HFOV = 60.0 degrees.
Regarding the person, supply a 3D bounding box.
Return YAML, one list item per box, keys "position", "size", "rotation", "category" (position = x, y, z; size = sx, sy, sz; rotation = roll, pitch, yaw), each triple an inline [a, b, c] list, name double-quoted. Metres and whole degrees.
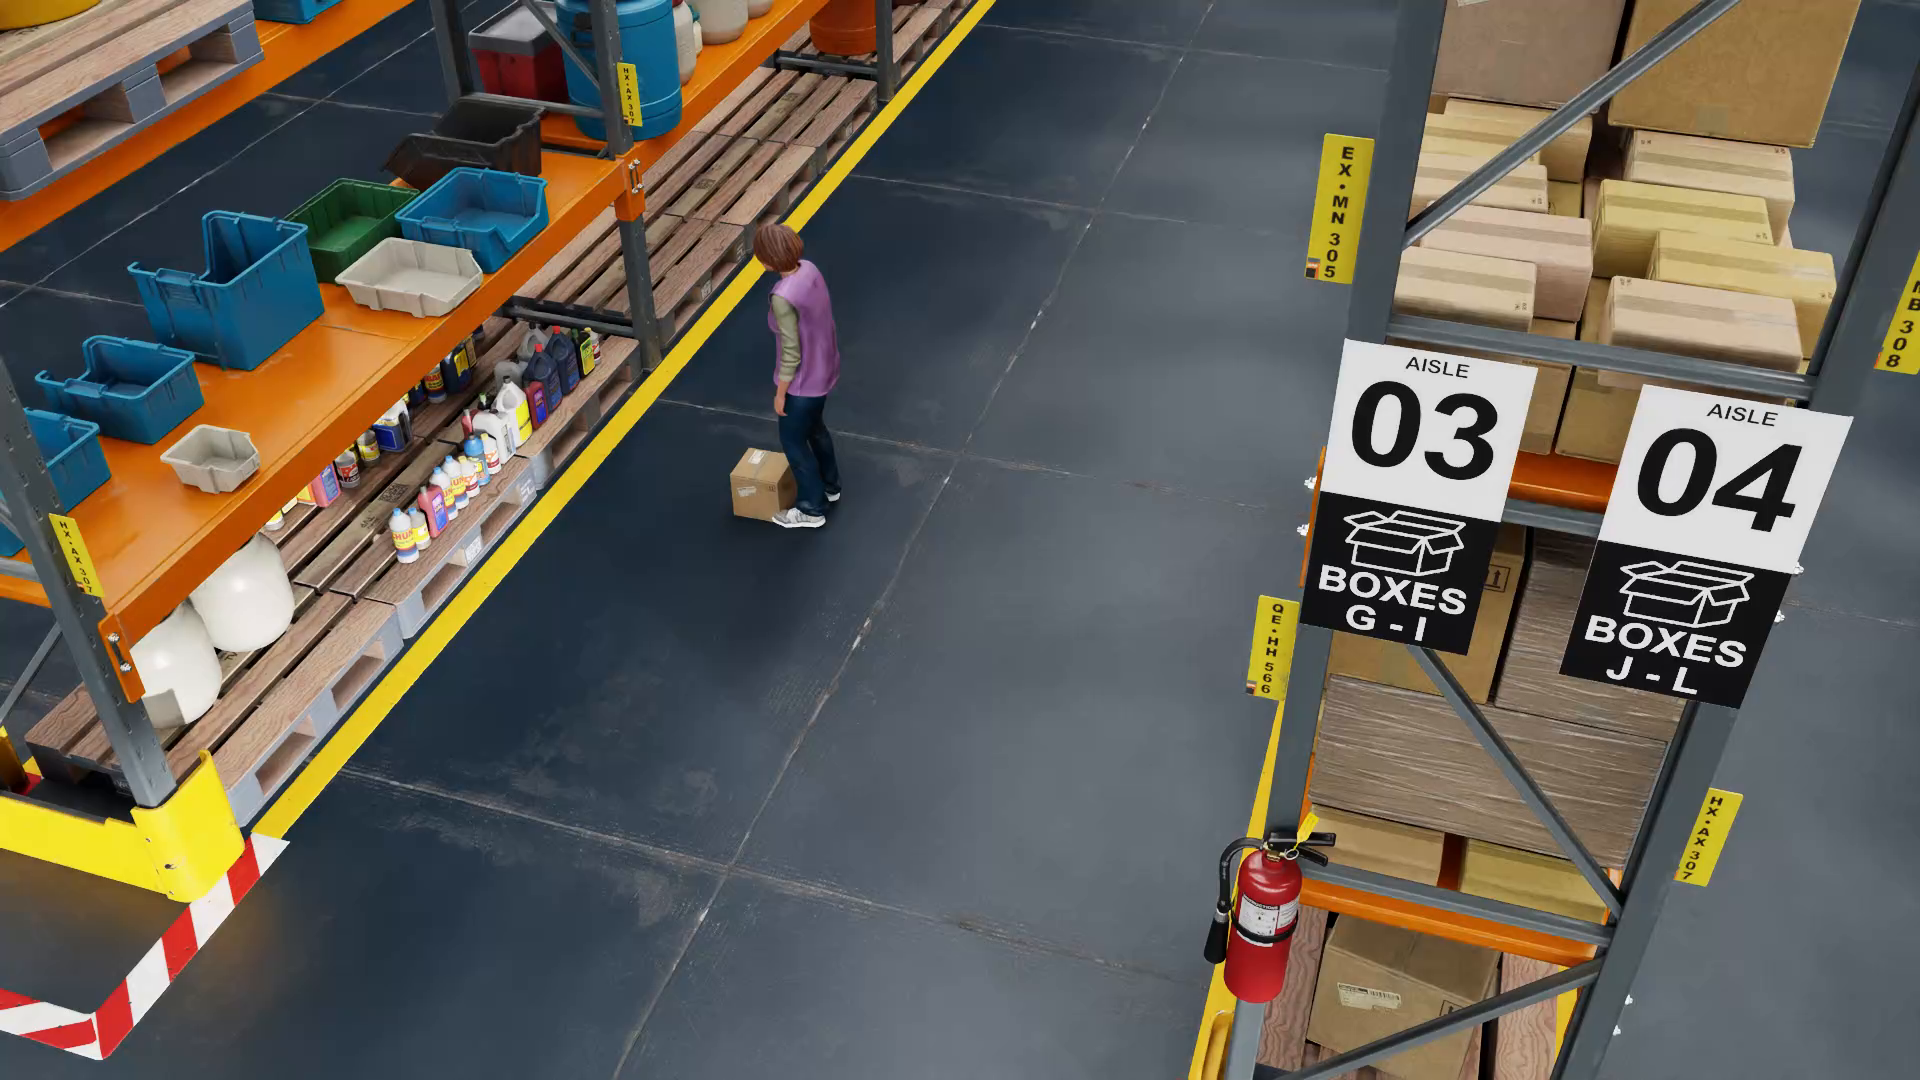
- position: [-0.760, -0.771, 7.902]
  size: [0.332, 1.592, 0.465]
  rotation: [11, 39, 13]
  category: "person"
